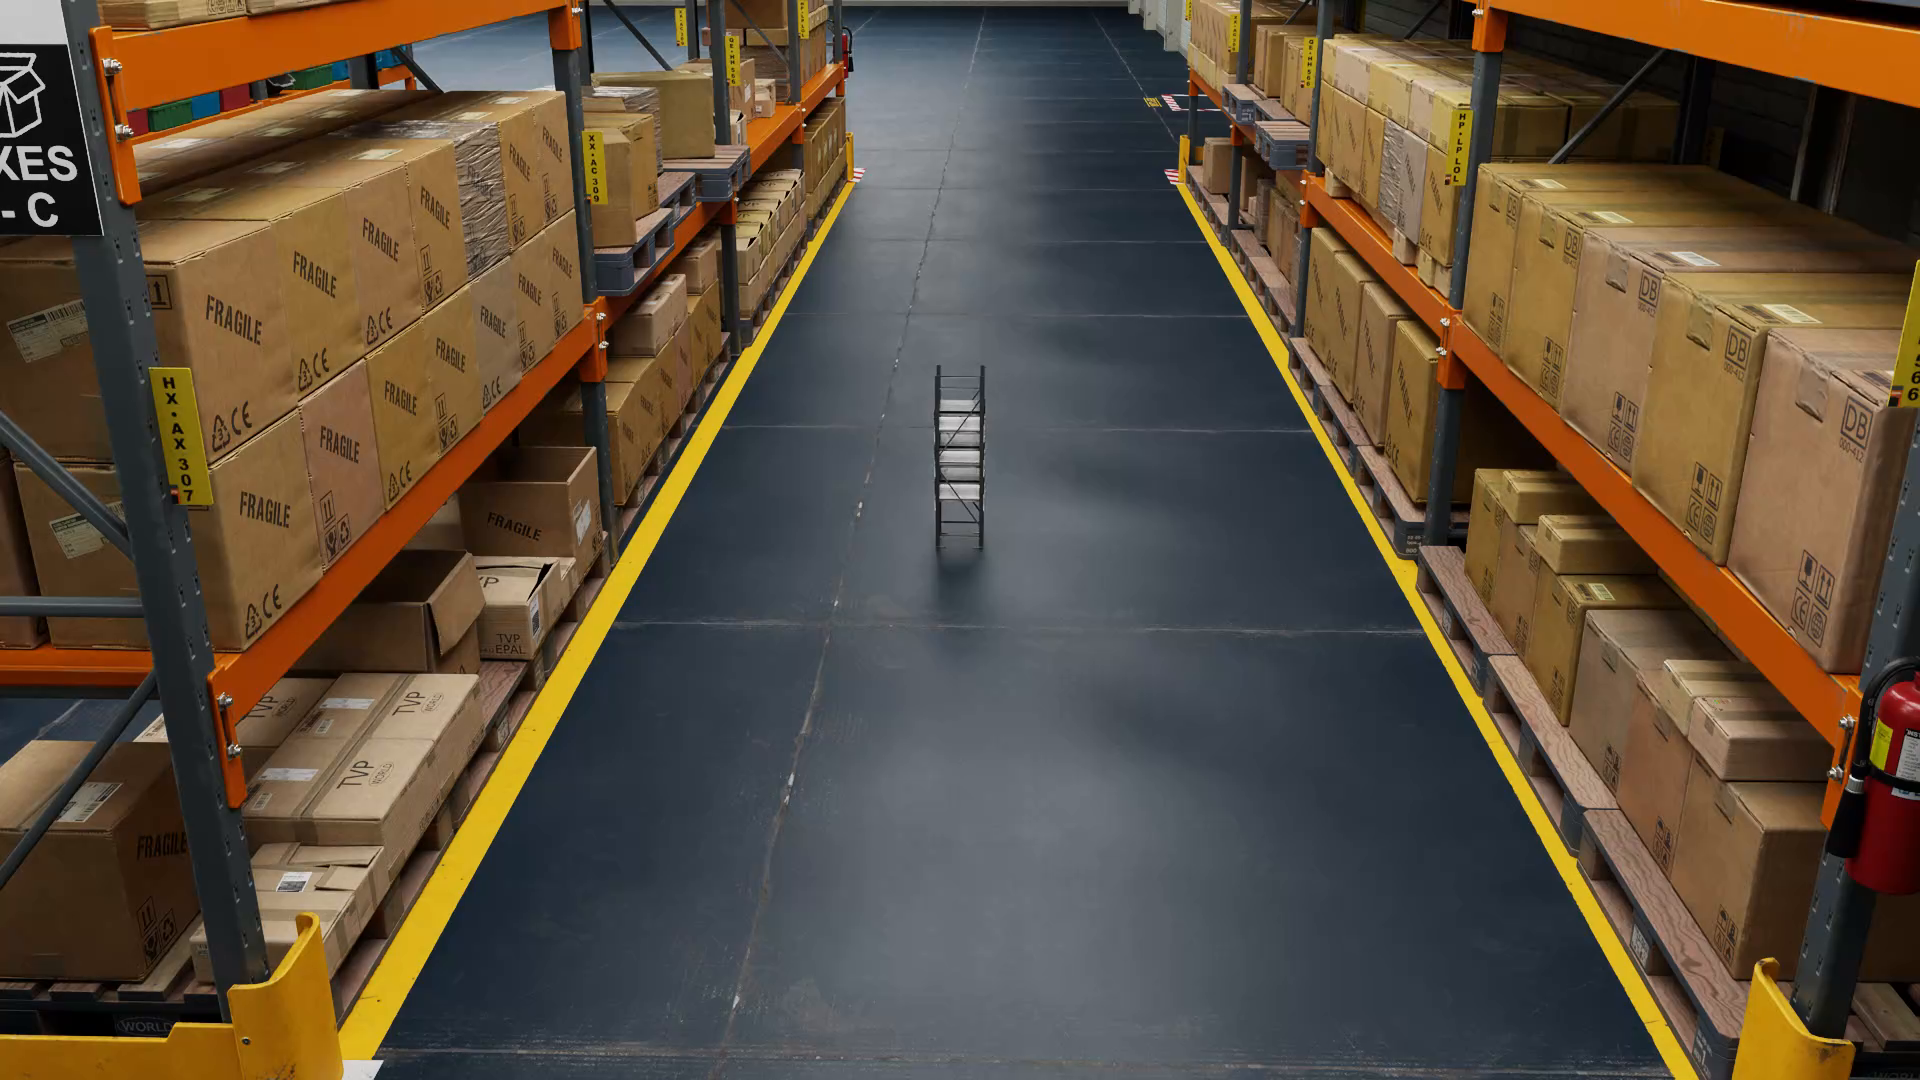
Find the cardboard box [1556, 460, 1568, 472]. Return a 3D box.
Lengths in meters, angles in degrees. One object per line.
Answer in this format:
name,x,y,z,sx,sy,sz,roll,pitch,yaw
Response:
cardboard box,2.832,-0.343,7.245,0.380,0.149,0.250,1,21,1

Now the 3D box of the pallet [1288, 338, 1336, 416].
pallet,2.776,-1.091,11.050,1.003,0.211,1.213,1,21,2

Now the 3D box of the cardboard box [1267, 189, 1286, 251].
cardboard box,3.026,-2.708,14.208,0.700,0.500,0.500,0,21,1

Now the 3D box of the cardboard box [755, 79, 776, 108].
cardboard box,-1.926,-3.926,14.709,0.500,0.250,0.500,2,21,5

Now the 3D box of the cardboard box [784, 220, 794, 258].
cardboard box,-1.709,-2.568,14.221,0.500,0.250,0.500,1,21,3

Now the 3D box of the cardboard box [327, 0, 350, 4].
cardboard box,-2.008,-1.709,4.847,0.500,0.250,0.500,1,21,2

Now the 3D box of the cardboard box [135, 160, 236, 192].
cardboard box,-2.555,-0.883,5.137,0.500,0.500,0.500,1,21,3

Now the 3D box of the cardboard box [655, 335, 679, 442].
cardboard box,-1.911,-0.868,9.467,0.500,0.500,0.500,1,21,2

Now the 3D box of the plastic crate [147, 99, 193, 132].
plastic crate,-6.676,-3.499,13.693,0.450,0.188,0.662,1,21,2

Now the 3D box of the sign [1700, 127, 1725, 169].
sign,3.309,-1.664,7.365,0.100,0.325,0.005,1,21,2

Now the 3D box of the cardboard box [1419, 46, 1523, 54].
cardboard box,3.102,-2.866,10.154,0.500,0.250,0.500,0,21,0

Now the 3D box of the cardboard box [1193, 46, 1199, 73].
cardboard box,2.785,-5.147,17.826,0.500,0.250,0.500,0,21,0

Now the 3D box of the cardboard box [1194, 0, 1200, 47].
cardboard box,2.779,-5.509,17.724,0.500,0.500,0.500,1,21,2

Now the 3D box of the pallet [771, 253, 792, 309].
pallet,-1.972,-2.166,13.819,1.003,0.211,1.213,1,21,2

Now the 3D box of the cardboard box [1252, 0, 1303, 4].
cardboard box,3.280,-5.315,17.224,0.500,0.500,0.500,0,21,0

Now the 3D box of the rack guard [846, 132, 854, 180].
rack guard,-1.832,-4.465,19.344,1.175,0.500,0.348,1,21,2

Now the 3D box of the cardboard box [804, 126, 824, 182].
cardboard box,-1.620,-3.784,16.317,0.500,0.500,0.500,1,21,2

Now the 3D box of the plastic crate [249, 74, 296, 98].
plastic crate,-6.762,-4.390,15.781,0.767,0.338,0.504,1,21,2

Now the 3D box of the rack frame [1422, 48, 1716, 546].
rack frame,2.754,-1.229,7.550,1.000,3.000,0.127,1,21,2

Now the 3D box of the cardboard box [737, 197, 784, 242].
cardboard box,-1.726,-2.650,13.658,0.500,0.311,0.500,0,21,1

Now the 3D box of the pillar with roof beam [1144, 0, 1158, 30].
pillar with roof beam,0.389,-16.827,39.457,9.100,9.000,0.400,1,21,2

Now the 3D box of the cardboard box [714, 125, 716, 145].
cardboard box,-2.021,-2.818,11.768,0.500,0.311,0.500,2,21,5

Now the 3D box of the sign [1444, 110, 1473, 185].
sign,2.211,-1.735,7.361,0.100,0.325,0.005,1,21,2

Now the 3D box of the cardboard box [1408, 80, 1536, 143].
cardboard box,2.538,-2.130,8.258,0.500,0.250,0.500,1,21,3

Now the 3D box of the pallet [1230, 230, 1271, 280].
pallet,2.975,-2.540,14.784,1.003,0.211,1.213,1,21,2

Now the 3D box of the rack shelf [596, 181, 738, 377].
rack shelf,-2.137,-1.670,9.681,1.077,0.370,4.000,1,21,2

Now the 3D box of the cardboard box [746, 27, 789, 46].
cardboard box,-1.752,-4.619,15.252,0.380,0.149,0.250,1,21,2

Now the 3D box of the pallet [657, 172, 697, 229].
pallet,-2.130,-1.936,9.637,1.003,0.211,1.213,1,21,2

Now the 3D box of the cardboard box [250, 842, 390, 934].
cardboard box,-1.955,1.042,5.006,0.380,0.166,0.250,1,21,2

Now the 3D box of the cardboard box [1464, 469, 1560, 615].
cardboard box,2.629,0.010,7.233,0.700,0.500,0.500,1,21,2

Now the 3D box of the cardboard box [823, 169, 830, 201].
cardboard box,-1.596,-3.615,16.919,0.500,0.250,0.500,1,21,2

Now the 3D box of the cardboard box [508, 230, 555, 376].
cardboard box,-1.971,-0.959,6.716,0.500,0.500,0.500,1,21,3

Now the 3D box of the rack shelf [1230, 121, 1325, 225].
rack shelf,2.936,-3.063,13.271,1.077,0.370,4.000,1,21,2

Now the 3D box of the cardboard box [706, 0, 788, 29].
cardboard box,-1.947,-4.987,15.303,0.700,0.500,0.500,1,21,2

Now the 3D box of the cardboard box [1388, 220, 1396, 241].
cardboard box,2.564,-1.706,9.098,0.380,0.149,0.250,0,21,0

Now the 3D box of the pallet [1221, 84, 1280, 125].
pallet,2.829,-3.758,14.332,1.003,0.211,1.213,1,21,2

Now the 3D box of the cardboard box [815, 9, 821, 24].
cardboard box,-1.678,-5.552,17.656,0.380,0.149,0.250,1,21,2

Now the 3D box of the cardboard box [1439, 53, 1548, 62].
cardboard box,3.083,-2.680,9.676,0.500,0.250,0.500,0,21,0

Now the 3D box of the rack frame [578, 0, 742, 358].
rack frame,-2.076,-2.729,11.415,1.000,3.000,0.127,1,21,2

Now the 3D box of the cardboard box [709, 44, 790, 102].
cardboard box,-1.947,-4.382,15.538,0.700,0.500,0.500,0,21,0

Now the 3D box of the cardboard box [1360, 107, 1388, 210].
cardboard box,2.556,-2.140,9.321,0.500,0.500,0.500,1,21,3

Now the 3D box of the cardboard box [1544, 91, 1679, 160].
cardboard box,3.028,-1.937,7.760,0.500,0.250,0.500,1,21,3

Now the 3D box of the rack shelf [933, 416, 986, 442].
rack shelf,0.000,-0.553,8.306,0.258,0.077,0.200,1,21,2

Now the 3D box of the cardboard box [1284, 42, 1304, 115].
cardboard box,2.896,-3.548,12.780,0.700,0.500,0.500,1,21,2

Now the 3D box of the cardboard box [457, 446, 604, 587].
cardboard box,-1.931,-0.113,7.521,0.500,0.500,0.500,1,21,2

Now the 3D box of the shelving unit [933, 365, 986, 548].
shelving unit,0.000,-0.417,8.359,0.258,0.900,0.210,1,21,2

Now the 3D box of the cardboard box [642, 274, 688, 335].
cardboard box,-1.894,-1.387,9.767,0.500,0.250,0.500,0,21,1

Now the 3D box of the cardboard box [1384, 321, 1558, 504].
cardboard box,2.644,-0.659,8.473,0.750,0.750,0.750,1,21,2

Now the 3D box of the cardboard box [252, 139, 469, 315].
cardboard box,-1.999,-1.060,5.594,0.500,0.500,0.500,0,21,1

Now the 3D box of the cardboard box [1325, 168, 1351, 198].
cardboard box,2.525,-2.265,10.539,0.380,0.149,0.250,1,21,3

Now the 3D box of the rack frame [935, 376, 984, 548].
rack frame,-0.003,-0.380,8.264,0.240,0.900,0.006,1,21,2

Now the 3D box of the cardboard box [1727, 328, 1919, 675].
cardboard box,2.638,-0.107,4.244,0.980,0.700,0.700,2,21,4
